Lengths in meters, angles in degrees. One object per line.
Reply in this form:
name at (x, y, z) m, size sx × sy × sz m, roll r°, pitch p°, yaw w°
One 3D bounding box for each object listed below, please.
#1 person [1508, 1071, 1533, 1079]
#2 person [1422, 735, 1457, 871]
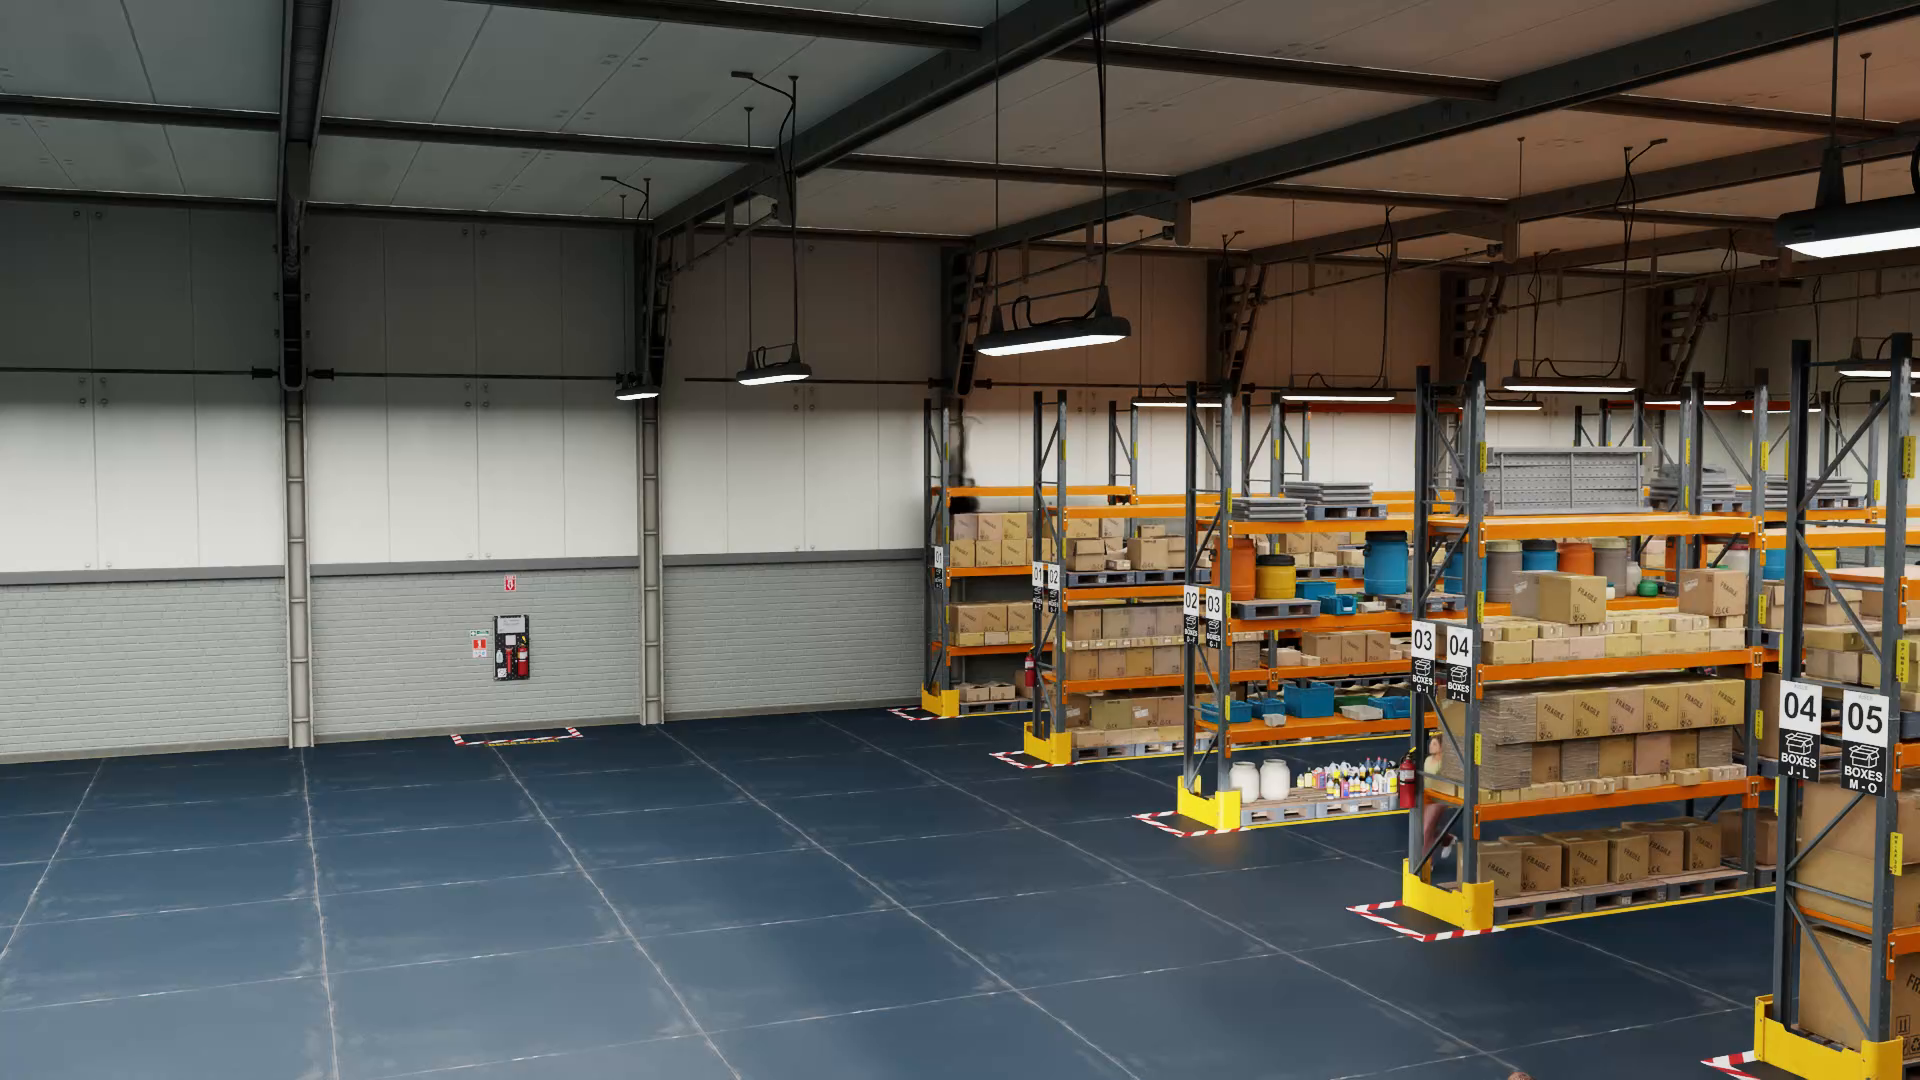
person at (3.253, 3.800, 9.727) m, size 0.525 × 1.523 × 0.827 m, roll 1°, pitch 3°, yaw 15°
person at (5.760, 3.166, 20.061) m, size 0.758 × 1.628 × 0.588 m, roll -2°, pitch 4°, yaw -28°
